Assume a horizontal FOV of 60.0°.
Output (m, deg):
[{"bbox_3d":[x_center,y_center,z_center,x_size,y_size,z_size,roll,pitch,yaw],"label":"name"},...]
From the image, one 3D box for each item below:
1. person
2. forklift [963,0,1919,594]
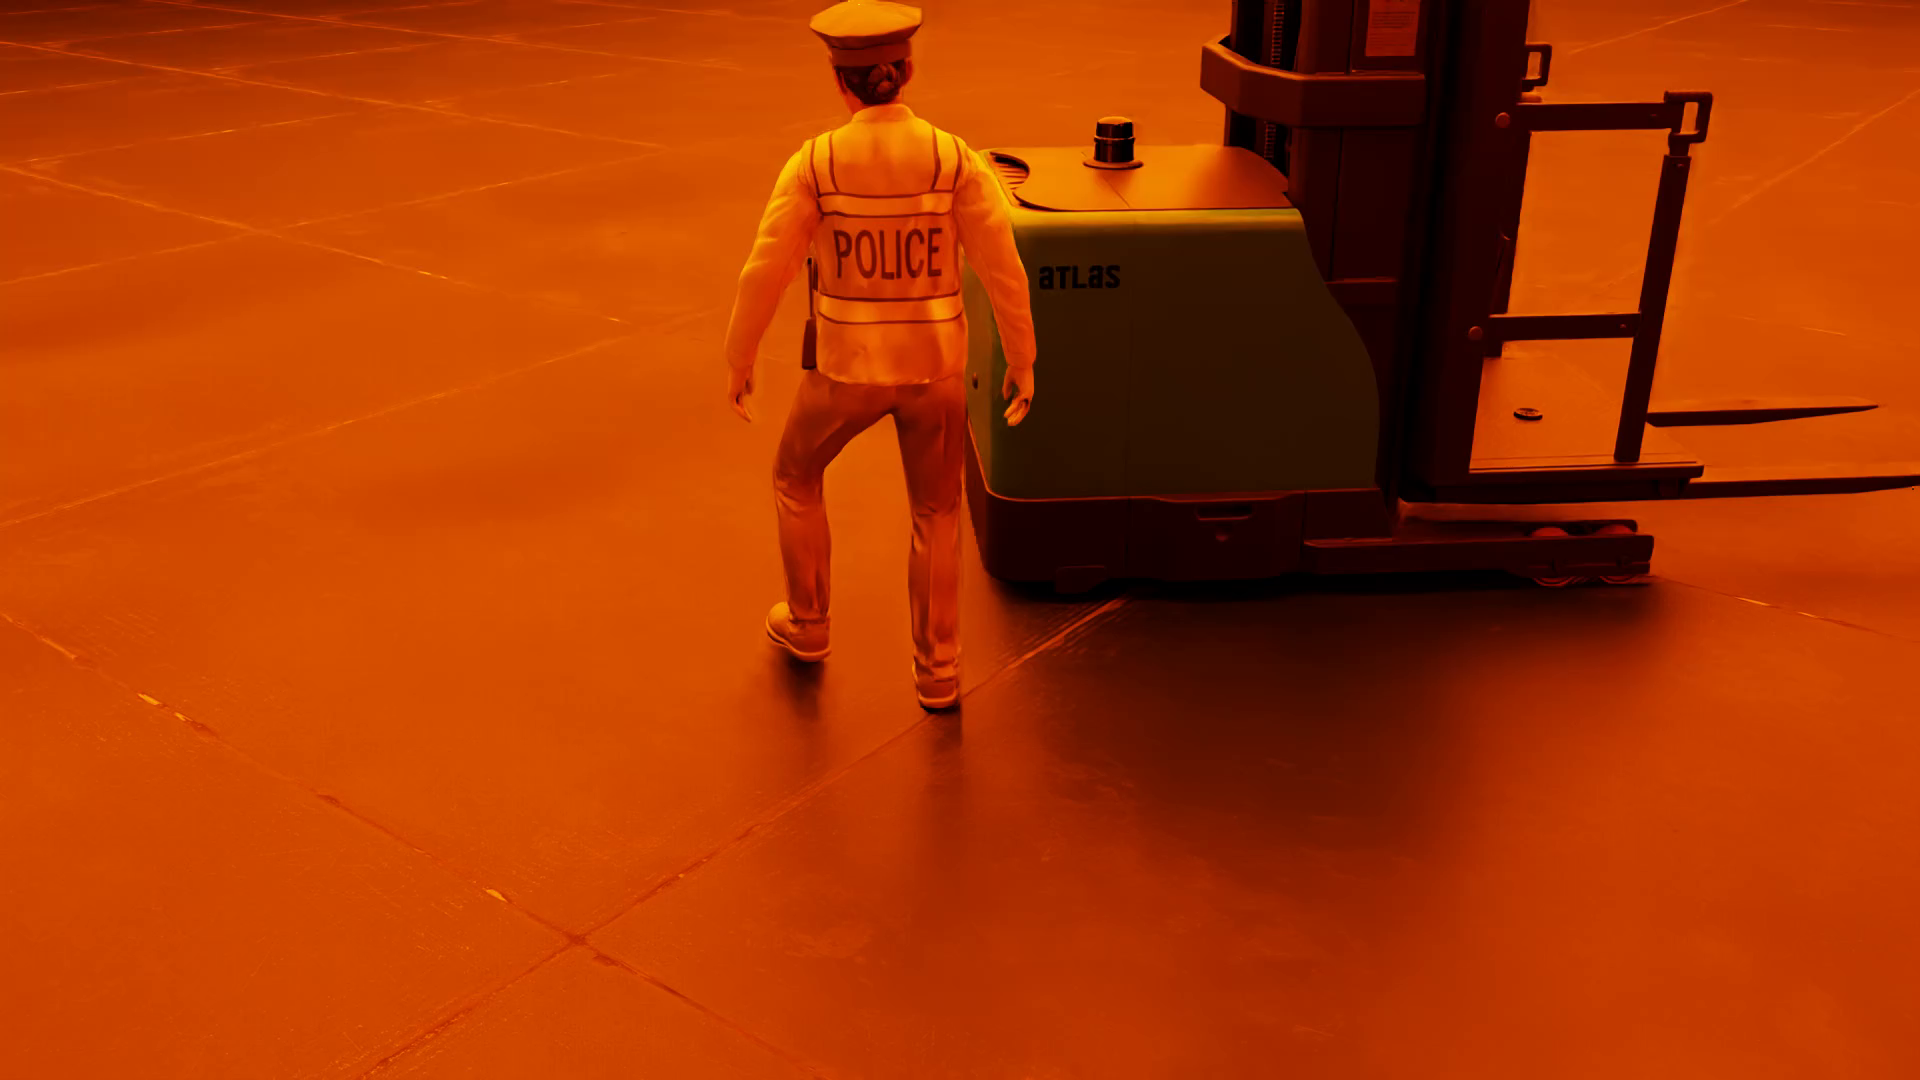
[{"bbox_3d":[-0.193,-0.417,3.930,0.720,1.634,0.510,-4,24,-8],"label":"person"},{"bbox_3d":[1.542,-1.420,4.605,3.031,2.935,1.130,-2,24,-5],"label":"forklift"}]
